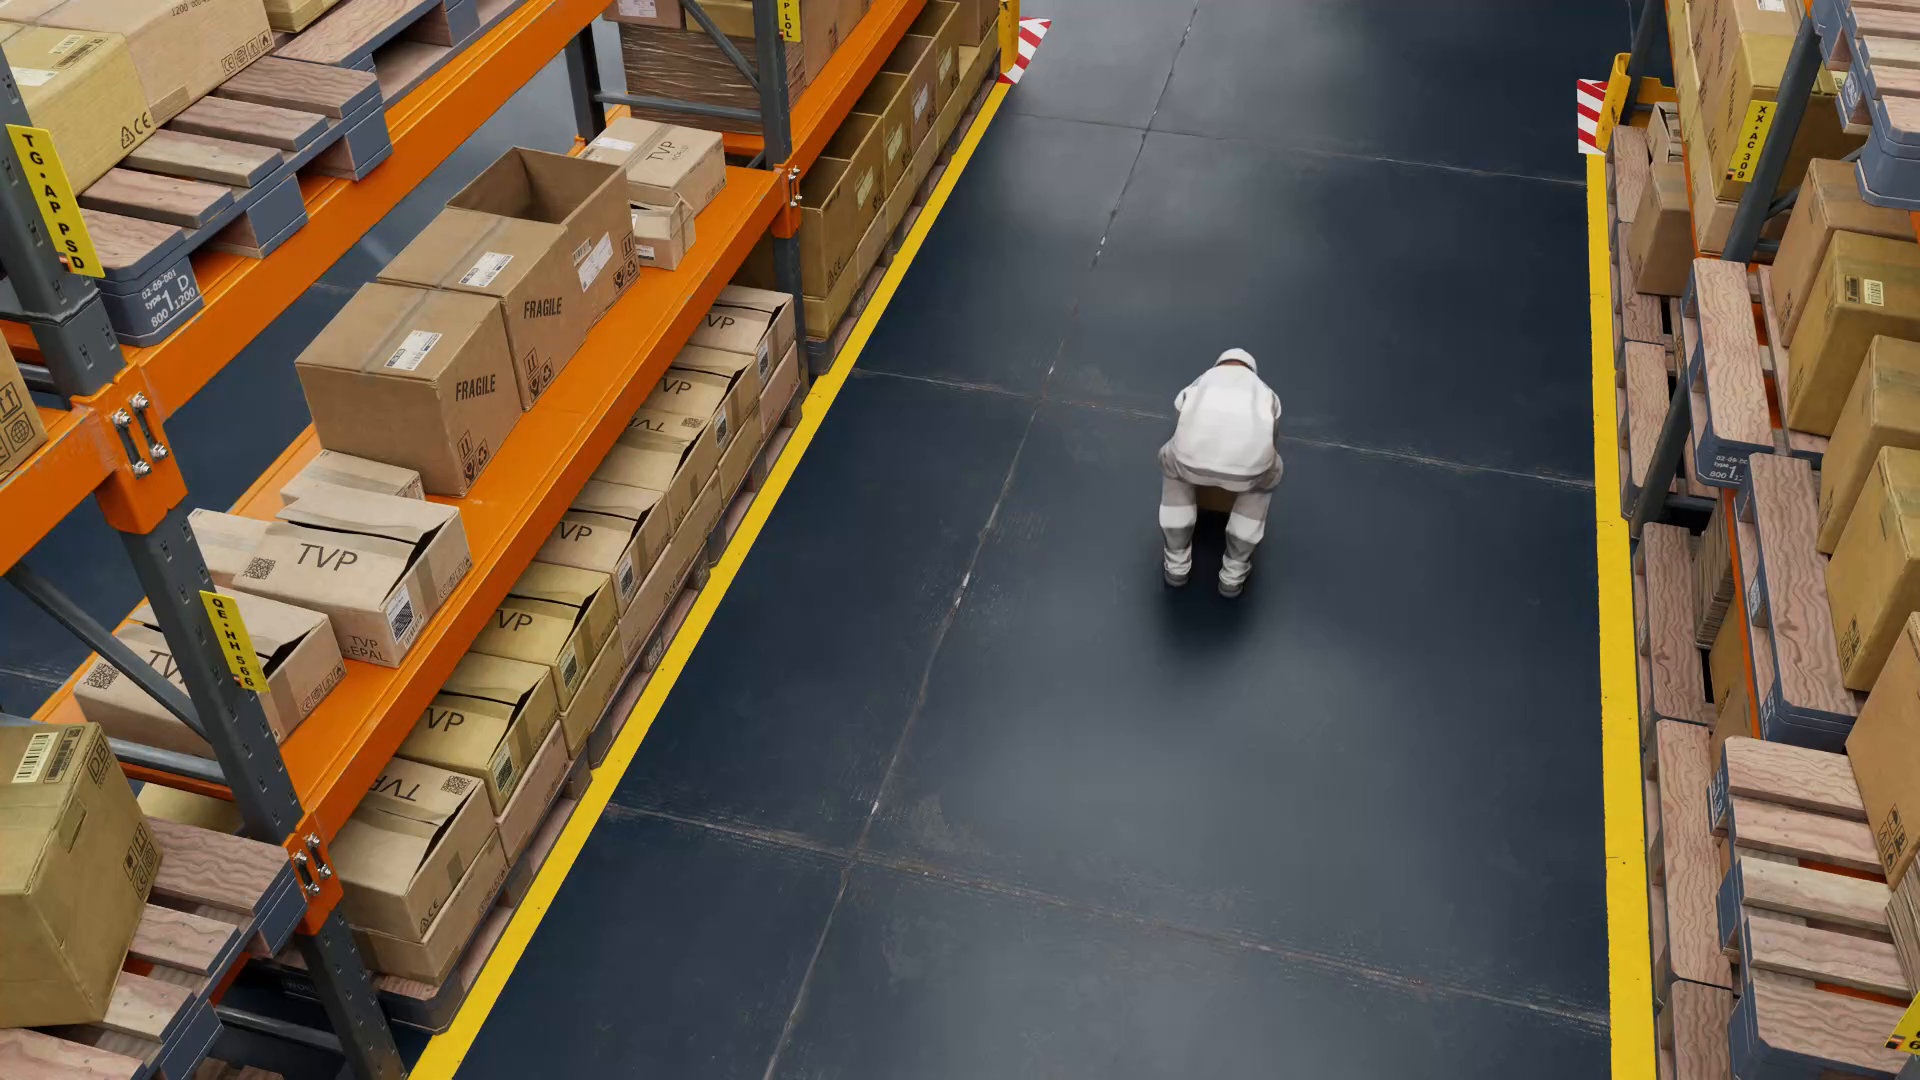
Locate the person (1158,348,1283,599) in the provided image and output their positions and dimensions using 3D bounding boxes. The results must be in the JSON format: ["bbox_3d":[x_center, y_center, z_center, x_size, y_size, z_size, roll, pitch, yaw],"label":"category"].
[{"bbox_3d":[1.121,-0.345,7.144,0.528,0.997,0.950,8,41,9],"label":"person"}]
